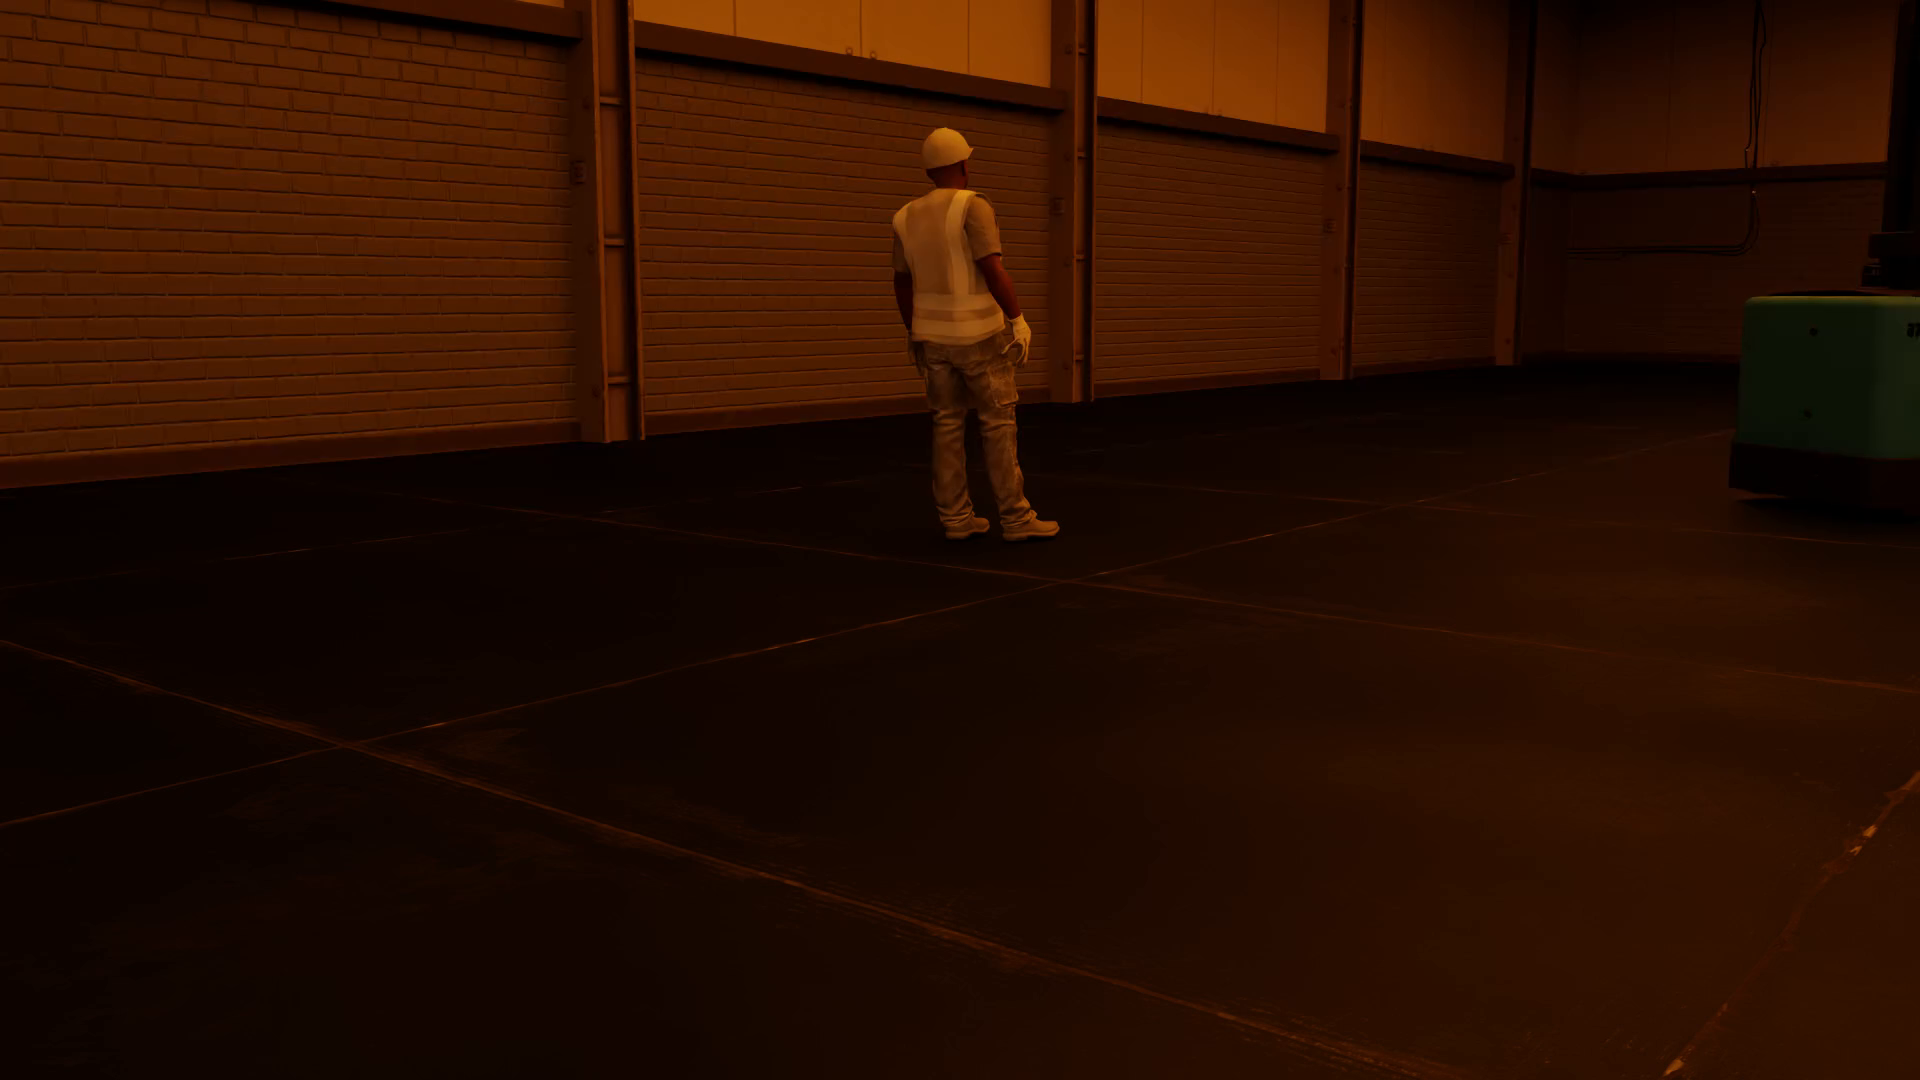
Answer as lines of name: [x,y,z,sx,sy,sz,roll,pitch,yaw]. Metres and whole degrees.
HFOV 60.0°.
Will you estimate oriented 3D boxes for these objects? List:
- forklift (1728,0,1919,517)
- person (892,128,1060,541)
forklift: [5.655,-1.652,8.570,3.031,2.935,1.130,-2,9,-15]
person: [0.052,-0.897,7.324,0.656,1.782,0.577,7,11,38]
